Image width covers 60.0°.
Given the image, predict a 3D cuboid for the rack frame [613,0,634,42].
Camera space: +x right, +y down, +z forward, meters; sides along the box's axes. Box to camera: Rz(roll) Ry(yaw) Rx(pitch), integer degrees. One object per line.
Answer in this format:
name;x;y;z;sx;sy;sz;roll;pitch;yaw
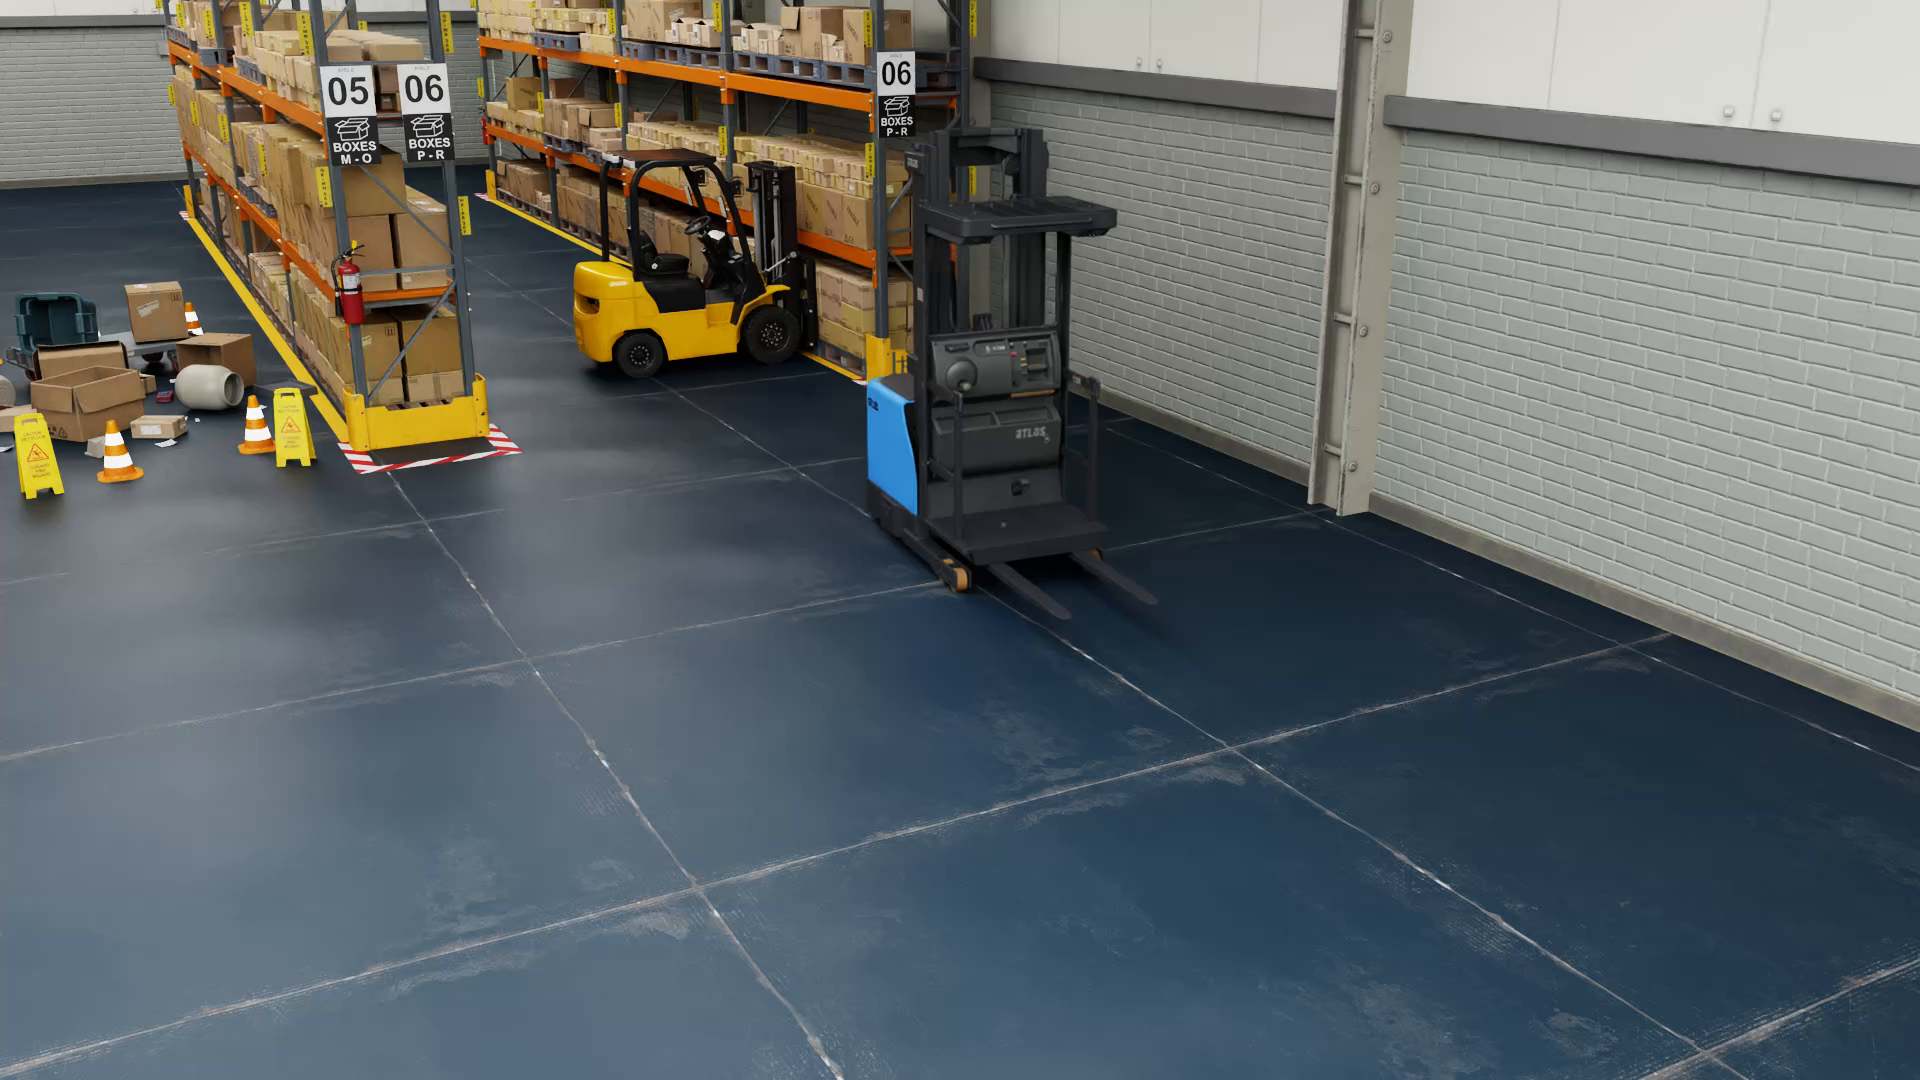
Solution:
rack frame;-4.174;-8.194;22.082;1.000;3.000;0.127;-10;21;-27

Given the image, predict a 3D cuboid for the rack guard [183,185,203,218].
rack guard;-12.351;-5.710;27.912;1.175;0.500;0.348;-10;21;-27

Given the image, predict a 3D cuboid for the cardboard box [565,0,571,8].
cardboard box;-5.867;-8.310;25.515;0.396;0.266;0.258;-10;22;-27

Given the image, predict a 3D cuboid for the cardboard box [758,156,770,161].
cardboard box;-2.030;-4.205;18.570;0.380;0.149;0.250;-9;21;-25

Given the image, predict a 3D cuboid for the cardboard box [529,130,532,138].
cardboard box;-6.835;-6.662;27.224;0.380;0.149;0.250;-9;21;-25

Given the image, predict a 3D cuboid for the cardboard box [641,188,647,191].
cardboard box;-4.486;-5.111;24.539;0.380;0.149;0.250;-11;22;-29

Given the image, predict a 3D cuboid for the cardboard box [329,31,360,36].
cardboard box;-6.062;-4.907;16.319;0.380;0.149;0.250;-9;21;-25

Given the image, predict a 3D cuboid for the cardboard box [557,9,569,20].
cardboard box;-5.726;-7.759;24.553;0.380;0.149;0.250;-10;21;-26

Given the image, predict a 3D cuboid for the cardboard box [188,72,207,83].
cardboard box;-11.417;-6.979;25.077;0.380;0.149;0.250;-10;22;-28

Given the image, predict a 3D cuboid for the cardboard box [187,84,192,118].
cardboard box;-11.141;-6.496;24.672;0.500;0.500;0.500;-10;22;-27

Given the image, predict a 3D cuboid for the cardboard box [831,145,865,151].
cardboard box;-1.184;-4.209;18.128;0.380;0.149;0.250;-9;21;-25

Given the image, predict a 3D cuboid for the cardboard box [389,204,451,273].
cardboard box;-4.722;-2.658;14.628;0.500;0.500;0.500;-10;22;-27

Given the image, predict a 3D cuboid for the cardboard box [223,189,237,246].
cardboard box;-10.075;-4.765;23.955;0.875;0.875;0.875;-9;21;-25

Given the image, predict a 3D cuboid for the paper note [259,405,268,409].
paper note;-6.647;-1.261;15.738;0.148;0.019;0.142;16;25;39

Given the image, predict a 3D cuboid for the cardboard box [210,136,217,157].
cardboard box;-9.748;-5.293;22.335;0.500;0.250;0.500;-11;22;-28

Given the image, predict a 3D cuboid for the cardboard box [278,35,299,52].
cardboard box;-6.112;-4.610;15.456;0.380;0.149;0.250;-10;22;-27

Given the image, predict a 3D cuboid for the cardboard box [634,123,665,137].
cardboard box;-4.154;-5.498;22.320;0.380;0.149;0.250;-9;21;-25

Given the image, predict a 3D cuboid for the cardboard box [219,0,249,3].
cardboard box;-10.534;-7.649;24.150;0.500;0.500;0.500;-10;21;-26

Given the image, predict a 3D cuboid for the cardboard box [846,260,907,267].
cardboard box;-0.905;-2.888;17.942;0.500;0.250;0.500;-10;21;-27

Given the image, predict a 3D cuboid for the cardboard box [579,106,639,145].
cardboard box;-5.112;-6.045;24.250;0.797;0.503;0.637;-11;22;-28

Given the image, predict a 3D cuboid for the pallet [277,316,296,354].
pallet;-7.012;-2.345;18.603;1.003;0.211;1.213;-10;21;-27

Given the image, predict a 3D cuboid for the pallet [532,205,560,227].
pallet;-6.398;-5.385;27.415;1.003;0.211;1.213;-10;21;-27

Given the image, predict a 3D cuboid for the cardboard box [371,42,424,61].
cardboard box;-4.731;-4.101;13.983;0.380;0.149;0.250;-10;21;-27

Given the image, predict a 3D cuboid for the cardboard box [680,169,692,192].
cardboard box;-3.196;-4.534;20.902;0.500;0.250;0.500;-10;21;-26

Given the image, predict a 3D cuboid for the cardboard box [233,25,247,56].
cardboard box;-8.099;-5.780;19.531;0.700;0.500;0.500;-10;21;-27

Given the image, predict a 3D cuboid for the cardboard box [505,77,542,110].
cardboard box;-7.282;-7.476;27.823;0.500;0.500;0.500;-9;21;-25

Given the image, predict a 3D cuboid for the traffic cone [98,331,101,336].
traffic cone;-9.479;-2.308;18.111;0.336;0.463;0.334;-10;21;-27

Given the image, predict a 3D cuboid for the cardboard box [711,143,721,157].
cardboard box;-2.770;-4.699;20.002;0.380;0.149;0.250;-10;22;-27

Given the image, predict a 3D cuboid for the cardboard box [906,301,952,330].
cardboard box;-0.415;-2.364;17.188;0.500;0.250;0.500;-10;21;-26

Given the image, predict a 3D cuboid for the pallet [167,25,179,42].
pallet;-11.978;-8.049;26.397;1.003;0.211;1.213;-10;21;-27

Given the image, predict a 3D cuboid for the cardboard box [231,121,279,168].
cardboard box;-8.530;-4.809;20.218;0.500;0.500;0.500;-11;22;-28

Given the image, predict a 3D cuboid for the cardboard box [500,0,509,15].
cardboard box;-7.256;-8.777;27.376;0.500;0.250;0.500;-9;21;-25

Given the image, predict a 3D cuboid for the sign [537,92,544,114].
sign;-6.547;-6.829;25.997;0.100;0.325;0.005;-10;21;-27

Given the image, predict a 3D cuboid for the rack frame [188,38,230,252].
rack frame;-10.440;-5.736;24.157;1.000;3.000;0.127;-10;21;-27

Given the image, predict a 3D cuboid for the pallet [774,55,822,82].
pallet;-1.271;-4.995;17.546;1.003;0.211;1.213;-10;21;-27

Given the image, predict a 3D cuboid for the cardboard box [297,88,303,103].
cardboard box;-5.740;-4.022;14.975;0.380;0.149;0.250;-11;22;-28

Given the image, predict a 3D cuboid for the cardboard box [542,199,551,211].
cardboard box;-6.596;-5.472;27.116;0.380;0.149;0.250;-11;22;-28

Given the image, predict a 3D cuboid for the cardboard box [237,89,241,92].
cardboard box;-10.007;-6.167;23.719;0.500;0.500;0.500;-9;21;-25

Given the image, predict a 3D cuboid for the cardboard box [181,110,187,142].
cardboard box;-12.099;-6.609;26.532;0.500;0.500;0.500;-10;22;-27

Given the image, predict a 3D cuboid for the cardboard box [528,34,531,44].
cardboard box;-6.617;-7.934;26.312;0.380;0.149;0.250;-10;21;-27

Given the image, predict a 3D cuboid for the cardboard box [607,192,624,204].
cardboard box;-4.874;-4.940;24.043;0.380;0.149;0.250;-11;22;-28

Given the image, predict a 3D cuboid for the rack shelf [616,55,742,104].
rack shelf;-3.224;-5.862;21.025;1.077;0.370;4.000;-10;21;-27

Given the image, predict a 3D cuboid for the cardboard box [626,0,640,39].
cardboard box;-4.044;-6.823;21.758;0.500;0.500;0.500;-10;21;-26

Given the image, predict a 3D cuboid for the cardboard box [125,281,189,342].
cardboard box;-8.193;-2.332;16.962;0.500;0.500;0.500;-10;21;-27

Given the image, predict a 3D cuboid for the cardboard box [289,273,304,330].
cardboard box;-6.598;-2.482;17.147;0.500;0.500;0.500;-9;21;-24

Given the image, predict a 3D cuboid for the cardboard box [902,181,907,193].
cardboard box;-0.481;-3.614;16.858;0.380;0.149;0.250;-10;21;-27

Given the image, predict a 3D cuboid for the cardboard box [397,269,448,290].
cardboard box;-4.720;-2.302;14.590;0.380;0.149;0.250;-10;21;-26

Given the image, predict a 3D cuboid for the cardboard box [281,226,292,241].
cardboard box;-6.773;-3.181;17.137;0.380;0.149;0.250;-10;21;-27

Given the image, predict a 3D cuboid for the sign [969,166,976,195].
sign;0.117;-3.592;16.495;0.100;0.325;0.005;-10;21;-27

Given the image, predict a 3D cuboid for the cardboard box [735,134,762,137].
cardboard box;-2.687;-5.000;20.876;0.380;0.149;0.250;-10;21;-27

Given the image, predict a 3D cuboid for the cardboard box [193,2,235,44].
cardboard box;-9.632;-6.713;21.591;0.500;0.500;0.500;-10;21;-26

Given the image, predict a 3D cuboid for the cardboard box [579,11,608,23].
cardboard box;-5.213;-7.459;23.715;0.380;0.149;0.250;-10;21;-26

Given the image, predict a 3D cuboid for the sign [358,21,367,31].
sign;-6.167;-5.188;17.178;0.100;0.325;0.005;-10;21;-27

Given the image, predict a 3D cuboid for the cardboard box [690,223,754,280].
cardboard box;-2.894;-3.658;21.130;0.875;0.625;0.625;-10;22;-27

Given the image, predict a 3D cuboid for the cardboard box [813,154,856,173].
cardboard box;-1.297;-3.904;17.242;0.380;0.149;0.250;-9;21;-25

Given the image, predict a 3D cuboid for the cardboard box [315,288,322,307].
cardboard box;-5.825;-2.285;15.581;0.380;0.149;0.250;-9;21;-24

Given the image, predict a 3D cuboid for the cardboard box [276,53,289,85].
cardboard box;-5.952;-4.322;15.233;0.500;0.250;0.500;-10;21;-26

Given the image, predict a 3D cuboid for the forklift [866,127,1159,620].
forklift;0.336;-1.194;11.099;1.130;2.935;3.031;-8;21;-22

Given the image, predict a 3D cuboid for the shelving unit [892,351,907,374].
shelving unit;-0.365;-0.850;12.756;0.258;1.200;0.189;-8;21;-22
